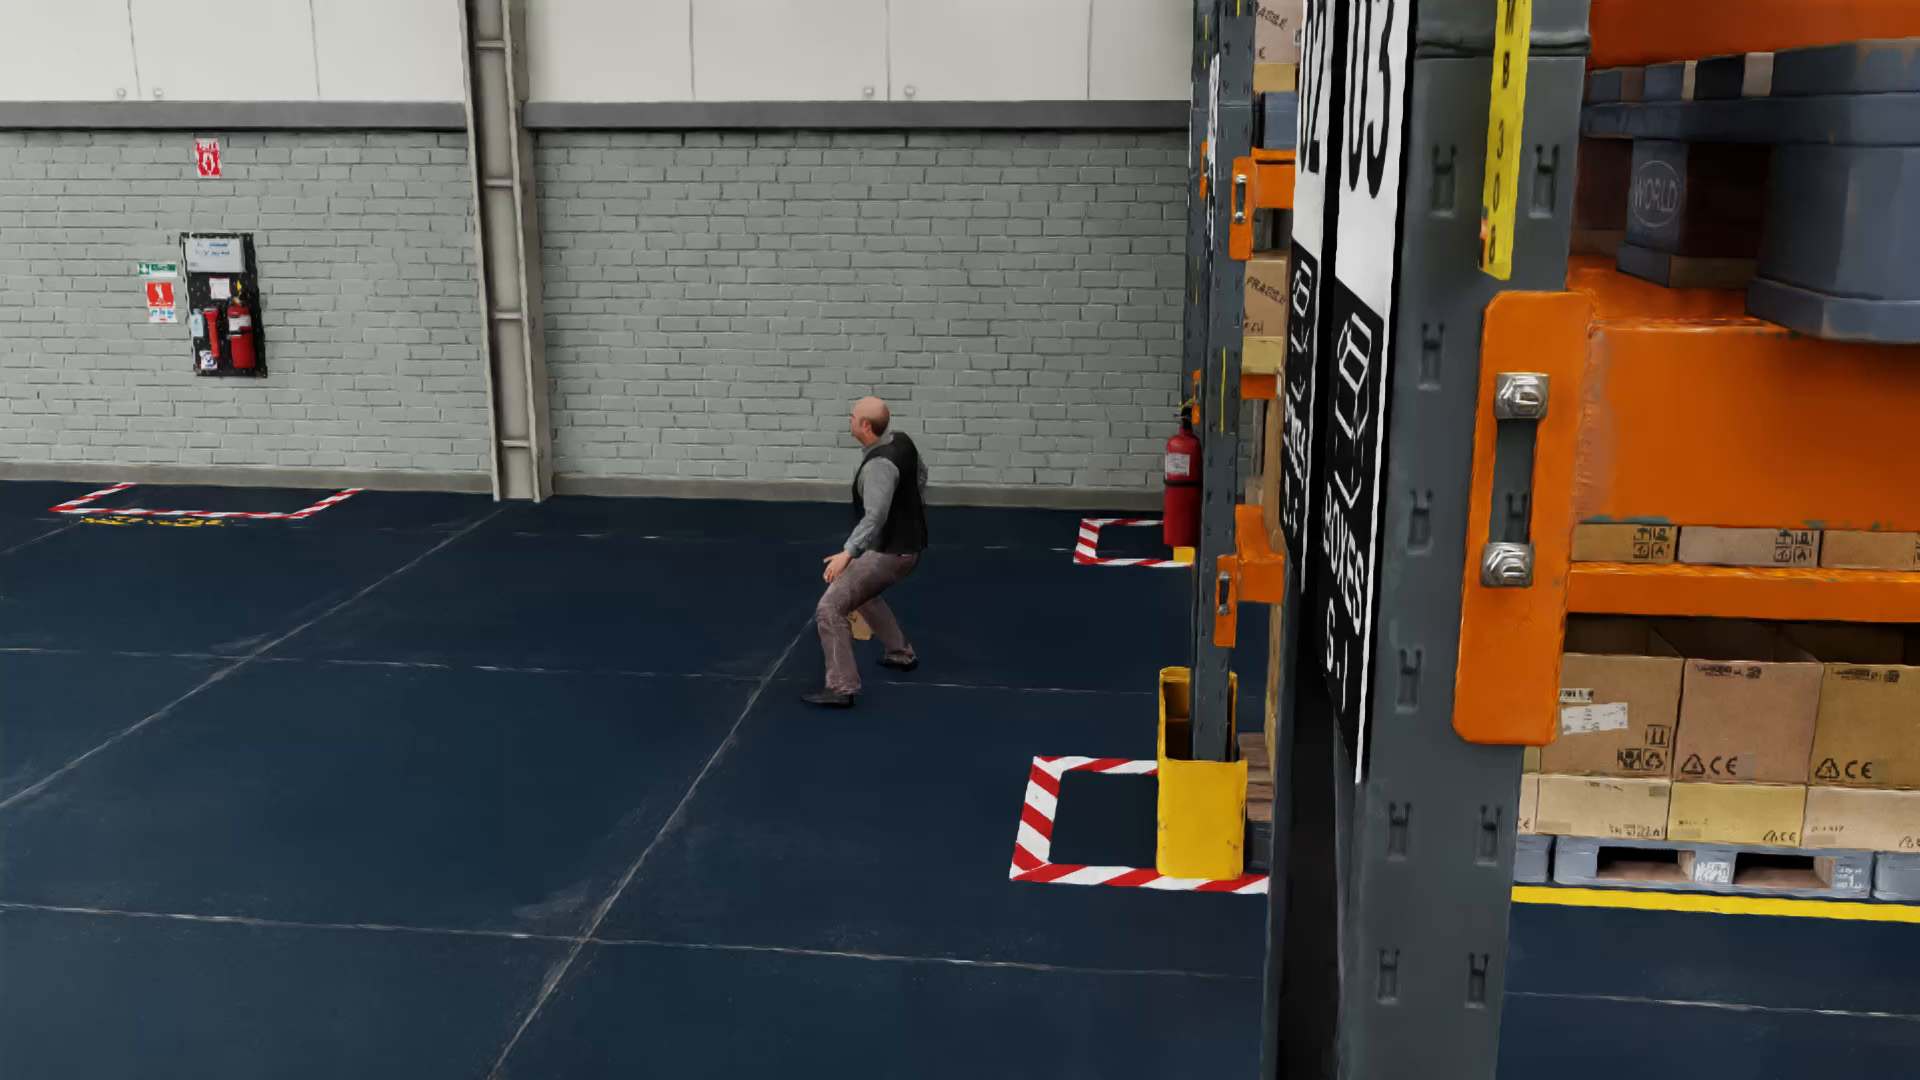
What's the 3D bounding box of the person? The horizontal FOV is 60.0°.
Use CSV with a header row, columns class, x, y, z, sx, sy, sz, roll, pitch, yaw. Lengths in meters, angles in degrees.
class,x,y,z,sx,sy,sz,roll,pitch,yaw
person,-0.469,0.067,8.777,0.548,1.504,0.828,4,15,17
